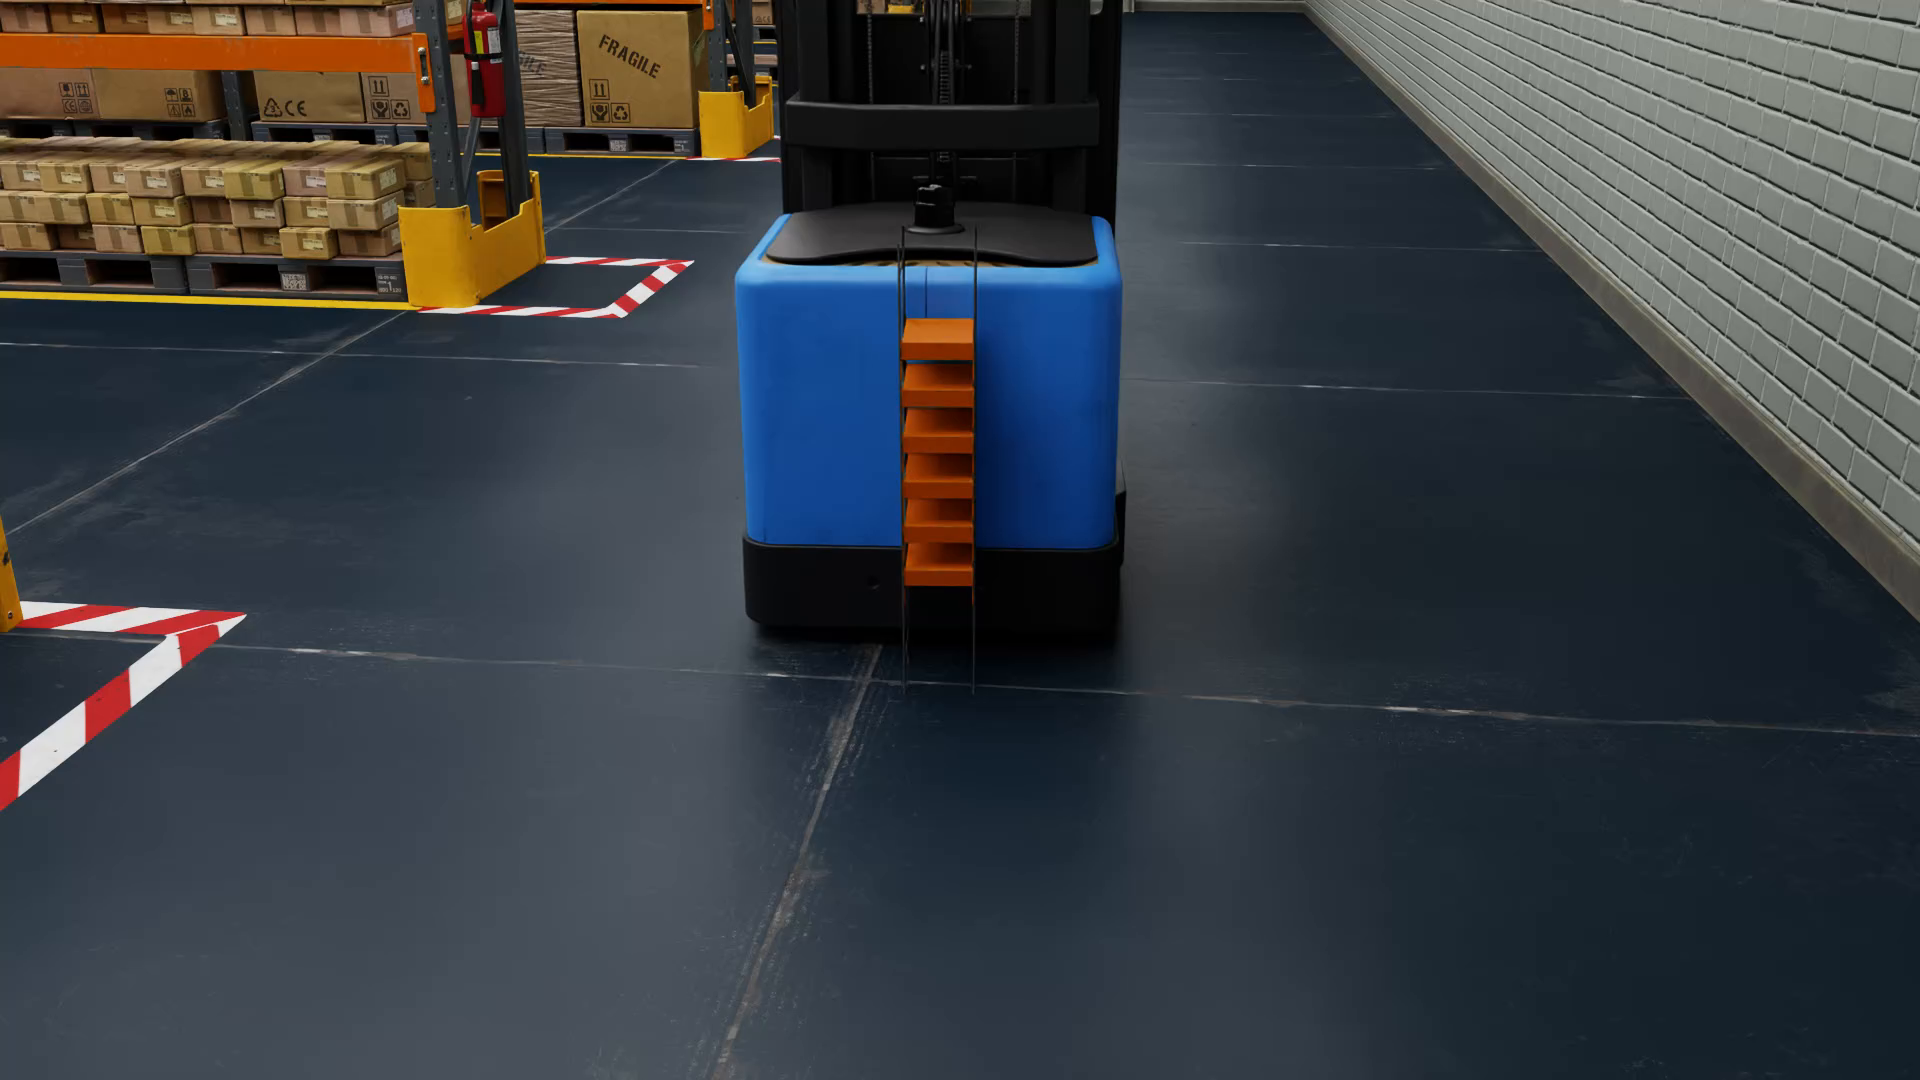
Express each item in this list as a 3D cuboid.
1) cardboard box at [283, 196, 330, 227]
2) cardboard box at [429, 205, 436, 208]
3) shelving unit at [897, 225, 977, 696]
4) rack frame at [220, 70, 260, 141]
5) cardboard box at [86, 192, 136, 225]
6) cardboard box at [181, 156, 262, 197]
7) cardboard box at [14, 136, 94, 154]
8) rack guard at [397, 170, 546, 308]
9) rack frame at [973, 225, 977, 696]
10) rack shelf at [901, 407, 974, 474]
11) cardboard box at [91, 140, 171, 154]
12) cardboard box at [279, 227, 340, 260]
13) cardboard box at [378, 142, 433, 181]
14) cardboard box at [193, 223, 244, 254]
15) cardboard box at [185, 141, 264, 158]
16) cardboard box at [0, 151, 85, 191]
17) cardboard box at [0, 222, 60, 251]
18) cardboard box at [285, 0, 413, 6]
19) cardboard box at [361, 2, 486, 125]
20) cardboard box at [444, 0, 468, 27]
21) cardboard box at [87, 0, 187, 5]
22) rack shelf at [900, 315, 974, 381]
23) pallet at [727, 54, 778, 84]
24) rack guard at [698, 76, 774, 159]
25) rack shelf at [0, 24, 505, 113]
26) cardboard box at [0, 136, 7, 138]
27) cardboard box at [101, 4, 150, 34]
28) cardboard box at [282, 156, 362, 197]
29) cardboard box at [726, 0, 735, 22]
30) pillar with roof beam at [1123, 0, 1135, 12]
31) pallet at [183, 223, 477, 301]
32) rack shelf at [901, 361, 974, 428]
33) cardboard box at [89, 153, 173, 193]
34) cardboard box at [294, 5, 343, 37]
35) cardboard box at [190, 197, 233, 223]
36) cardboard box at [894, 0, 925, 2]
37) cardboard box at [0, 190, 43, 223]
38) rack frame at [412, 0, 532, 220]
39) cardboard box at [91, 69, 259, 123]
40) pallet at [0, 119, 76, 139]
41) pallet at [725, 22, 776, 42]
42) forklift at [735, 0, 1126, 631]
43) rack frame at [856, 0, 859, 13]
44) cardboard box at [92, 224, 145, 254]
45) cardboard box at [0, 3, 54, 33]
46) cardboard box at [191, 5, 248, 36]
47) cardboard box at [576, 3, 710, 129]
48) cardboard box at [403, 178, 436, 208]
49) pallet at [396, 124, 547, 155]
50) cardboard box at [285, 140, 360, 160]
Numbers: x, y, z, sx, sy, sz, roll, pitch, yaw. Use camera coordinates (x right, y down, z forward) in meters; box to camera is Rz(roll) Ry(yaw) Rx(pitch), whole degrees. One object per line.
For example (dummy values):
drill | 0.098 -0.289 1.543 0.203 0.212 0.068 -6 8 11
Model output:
cardboard box | -3.313 -1.739 8.661 0.250 0.149 0.380 2 22 5
cardboard box | -2.984 -1.791 9.196 0.250 0.149 0.380 3 22 7
shelving unit | -0.053 -0.190 4.288 0.189 1.200 0.258 0 22 1
rack frame | -5.790 -4.761 13.403 0.127 3.000 1.000 2 22 6
cardboard box | -4.344 -1.766 8.728 0.250 0.149 0.380 4 22 9
cardboard box | -3.822 -1.889 8.636 0.250 0.149 0.380 2 22 4
cardboard box | -5.055 -2.158 9.316 0.250 0.149 0.380 1 22 4
rack guard | -2.577 -1.623 8.864 0.348 0.500 1.175 2 22 6
rack frame | 0.038 -0.189 4.286 0.006 1.200 0.240 0 22 1
rack shelf | -0.053 -0.260 4.260 0.180 0.103 0.258 0 22 1
cardboard box | -4.552 -2.100 9.170 0.250 0.149 0.380 3 22 6
cardboard box | -3.316 -1.572 8.643 0.250 0.149 0.380 3 22 8
cardboard box | -2.982 -2.075 9.105 0.250 0.149 0.380 2 22 4
cardboard box | -3.815 -1.621 8.766 0.250 0.149 0.380 3 22 7
cardboard box | -4.035 -2.096 9.159 0.250 0.149 0.380 3 22 8
cardboard box | -4.848 -1.958 8.811 0.250 0.149 0.380 2 22 4
cardboard box | -4.857 -1.650 8.840 0.250 0.149 0.380 2 22 5
cardboard box | -2.978 -2.892 8.134 0.500 0.500 0.500 3 22 7
cardboard box | -4.250 -3.872 13.472 0.875 0.875 0.875 2 22 6
cardboard box | -2.785 -2.799 8.780 0.250 0.149 0.380 2 22 6
cardboard box | -3.994 -2.935 8.242 0.500 0.500 0.500 3 22 6
rack shelf | -0.053 -0.483 4.171 0.180 0.103 0.258 0 22 1
pallet | -2.049 -5.150 18.178 1.213 0.211 1.003 2 22 6
rack guard | -1.794 -3.425 13.422 0.348 0.500 1.175 2 22 6
rack shelf | -4.488 -2.534 8.747 4.000 0.370 1.077 2 22 6
cardboard box | -5.584 -2.176 9.361 0.250 0.149 0.380 2 22 6
cardboard box | -4.128 -2.664 8.439 0.250 0.149 0.380 2 22 4
cardboard box | -3.300 -1.890 8.638 0.250 0.149 0.380 3 22 7
cardboard box | -3.276 -7.379 23.082 0.500 0.311 0.500 2 22 6
pillar with roof beam | 2.207 -11.431 22.113 0.400 9.000 9.100 2 22 6
pallet | -3.380 -1.536 9.039 1.213 0.211 1.003 2 22 6
rack shelf | -0.053 -0.372 4.216 0.180 0.103 0.258 0 22 1
cardboard box | -4.344 -1.932 8.745 0.250 0.149 0.380 2 22 4
cardboard box | -3.101 -2.600 8.279 0.250 0.149 0.380 2 22 6
cardboard box | -3.831 -1.779 8.762 0.250 0.149 0.380 2 22 6
cardboard box | -0.776 -9.040 27.055 0.500 0.500 0.700 2 22 6
cardboard box | -4.862 -1.787 8.783 0.250 0.149 0.380 2 22 6
rack frame | -2.502 -2.782 8.396 0.127 3.000 1.000 2 22 6
cardboard box | -6.428 -3.989 13.768 0.875 0.875 1.225 3 22 6
pallet | -7.780 -3.522 14.062 1.213 0.211 1.003 2 22 6
pallet | -2.724 -6.999 22.857 1.213 0.211 1.003 2 22 6
forklift | -0.024 -1.605 5.513 1.130 2.935 3.031 1 22 2
rack frame | -1.235 -6.397 17.540 0.127 3.000 1.000 2 22 6
cardboard box | -4.345 -1.628 8.785 0.250 0.149 0.380 3 22 7
cardboard box | -4.646 -2.672 8.461 0.250 0.149 0.380 3 22 8
cardboard box | -3.608 -2.608 8.299 0.250 0.149 0.380 3 22 8
cardboard box | -2.463 -3.794 13.275 0.875 0.875 0.875 2 22 6
cardboard box | -2.992 -1.906 9.083 0.250 0.149 0.380 3 22 9
pallet | -3.829 -3.351 13.629 1.213 0.211 1.003 2 22 6
cardboard box | -3.505 -2.100 9.170 0.250 0.149 0.380 2 22 6
